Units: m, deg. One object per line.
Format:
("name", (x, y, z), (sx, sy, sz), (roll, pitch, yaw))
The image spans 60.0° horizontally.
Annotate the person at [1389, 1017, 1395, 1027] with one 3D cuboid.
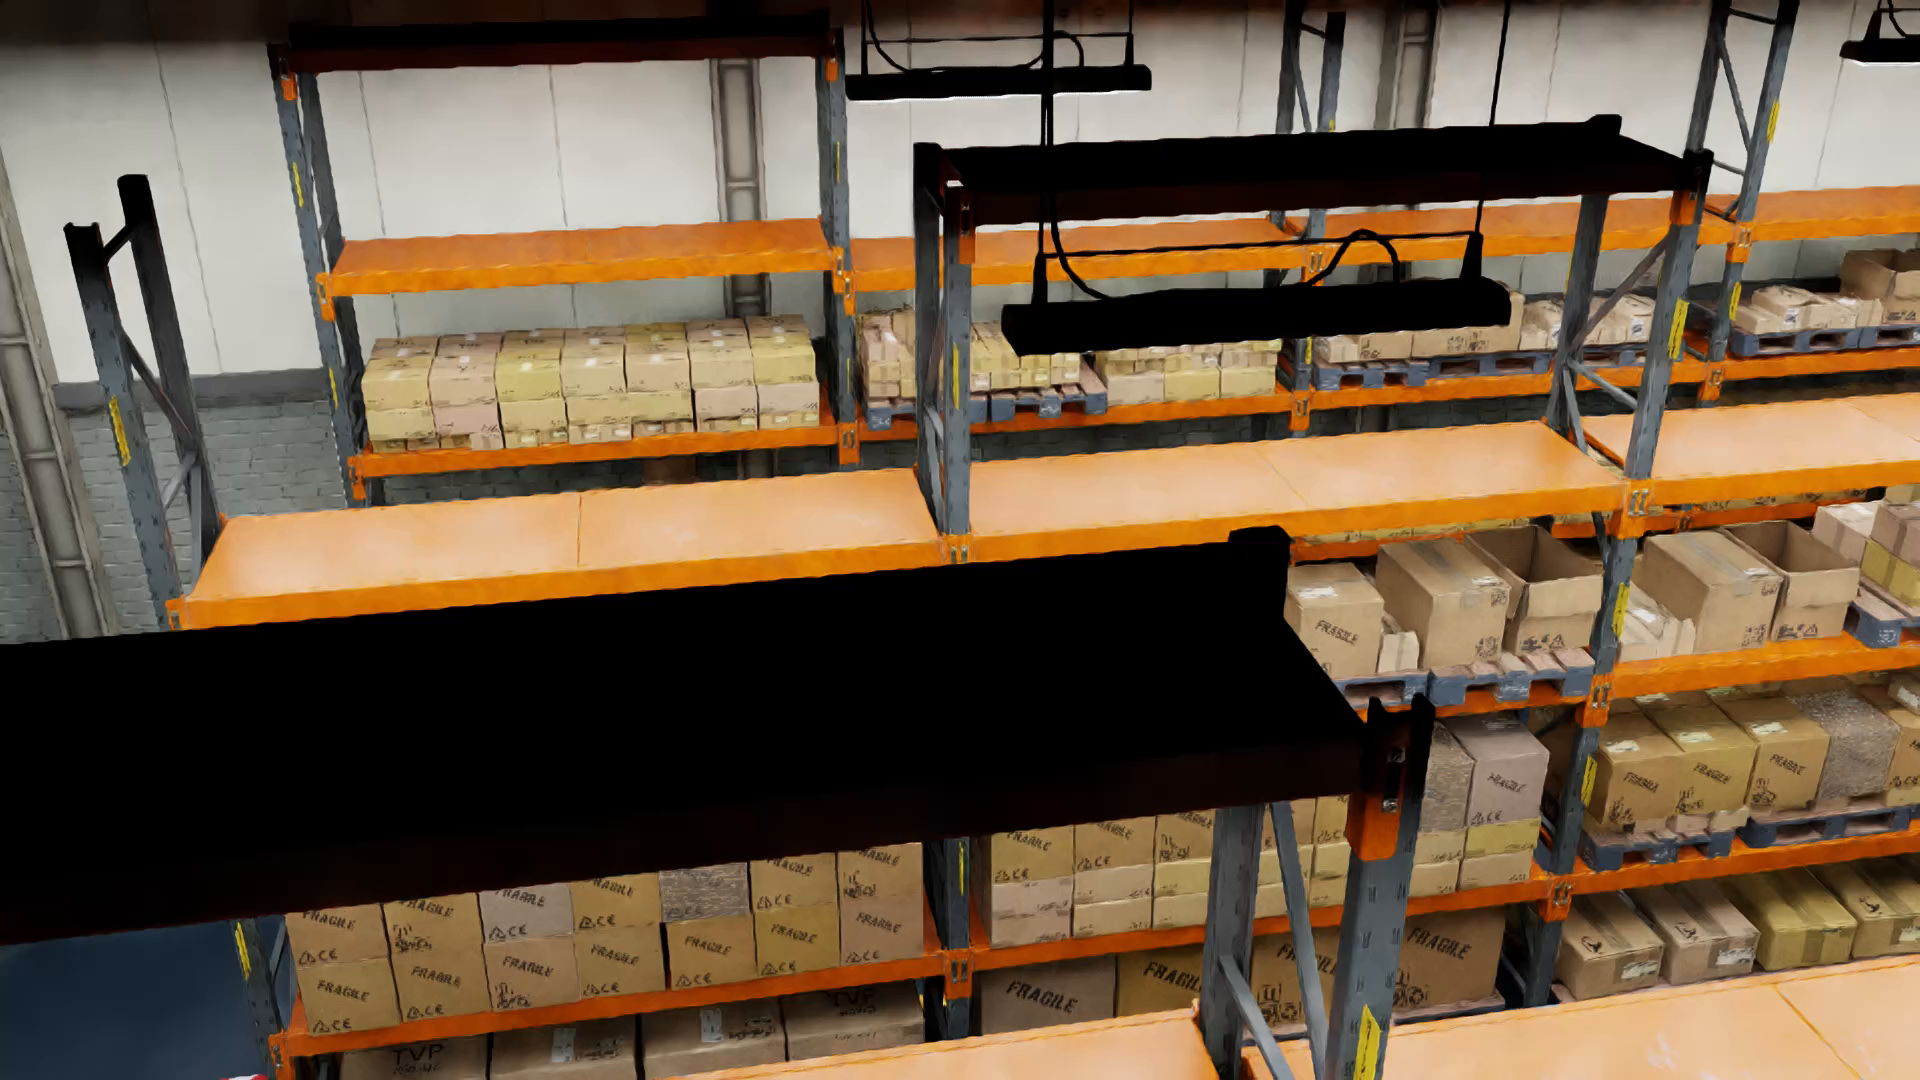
("person", (2.236, 3.358, 9.273), (0.673, 1.773, 0.644), (5, 26, 11))
